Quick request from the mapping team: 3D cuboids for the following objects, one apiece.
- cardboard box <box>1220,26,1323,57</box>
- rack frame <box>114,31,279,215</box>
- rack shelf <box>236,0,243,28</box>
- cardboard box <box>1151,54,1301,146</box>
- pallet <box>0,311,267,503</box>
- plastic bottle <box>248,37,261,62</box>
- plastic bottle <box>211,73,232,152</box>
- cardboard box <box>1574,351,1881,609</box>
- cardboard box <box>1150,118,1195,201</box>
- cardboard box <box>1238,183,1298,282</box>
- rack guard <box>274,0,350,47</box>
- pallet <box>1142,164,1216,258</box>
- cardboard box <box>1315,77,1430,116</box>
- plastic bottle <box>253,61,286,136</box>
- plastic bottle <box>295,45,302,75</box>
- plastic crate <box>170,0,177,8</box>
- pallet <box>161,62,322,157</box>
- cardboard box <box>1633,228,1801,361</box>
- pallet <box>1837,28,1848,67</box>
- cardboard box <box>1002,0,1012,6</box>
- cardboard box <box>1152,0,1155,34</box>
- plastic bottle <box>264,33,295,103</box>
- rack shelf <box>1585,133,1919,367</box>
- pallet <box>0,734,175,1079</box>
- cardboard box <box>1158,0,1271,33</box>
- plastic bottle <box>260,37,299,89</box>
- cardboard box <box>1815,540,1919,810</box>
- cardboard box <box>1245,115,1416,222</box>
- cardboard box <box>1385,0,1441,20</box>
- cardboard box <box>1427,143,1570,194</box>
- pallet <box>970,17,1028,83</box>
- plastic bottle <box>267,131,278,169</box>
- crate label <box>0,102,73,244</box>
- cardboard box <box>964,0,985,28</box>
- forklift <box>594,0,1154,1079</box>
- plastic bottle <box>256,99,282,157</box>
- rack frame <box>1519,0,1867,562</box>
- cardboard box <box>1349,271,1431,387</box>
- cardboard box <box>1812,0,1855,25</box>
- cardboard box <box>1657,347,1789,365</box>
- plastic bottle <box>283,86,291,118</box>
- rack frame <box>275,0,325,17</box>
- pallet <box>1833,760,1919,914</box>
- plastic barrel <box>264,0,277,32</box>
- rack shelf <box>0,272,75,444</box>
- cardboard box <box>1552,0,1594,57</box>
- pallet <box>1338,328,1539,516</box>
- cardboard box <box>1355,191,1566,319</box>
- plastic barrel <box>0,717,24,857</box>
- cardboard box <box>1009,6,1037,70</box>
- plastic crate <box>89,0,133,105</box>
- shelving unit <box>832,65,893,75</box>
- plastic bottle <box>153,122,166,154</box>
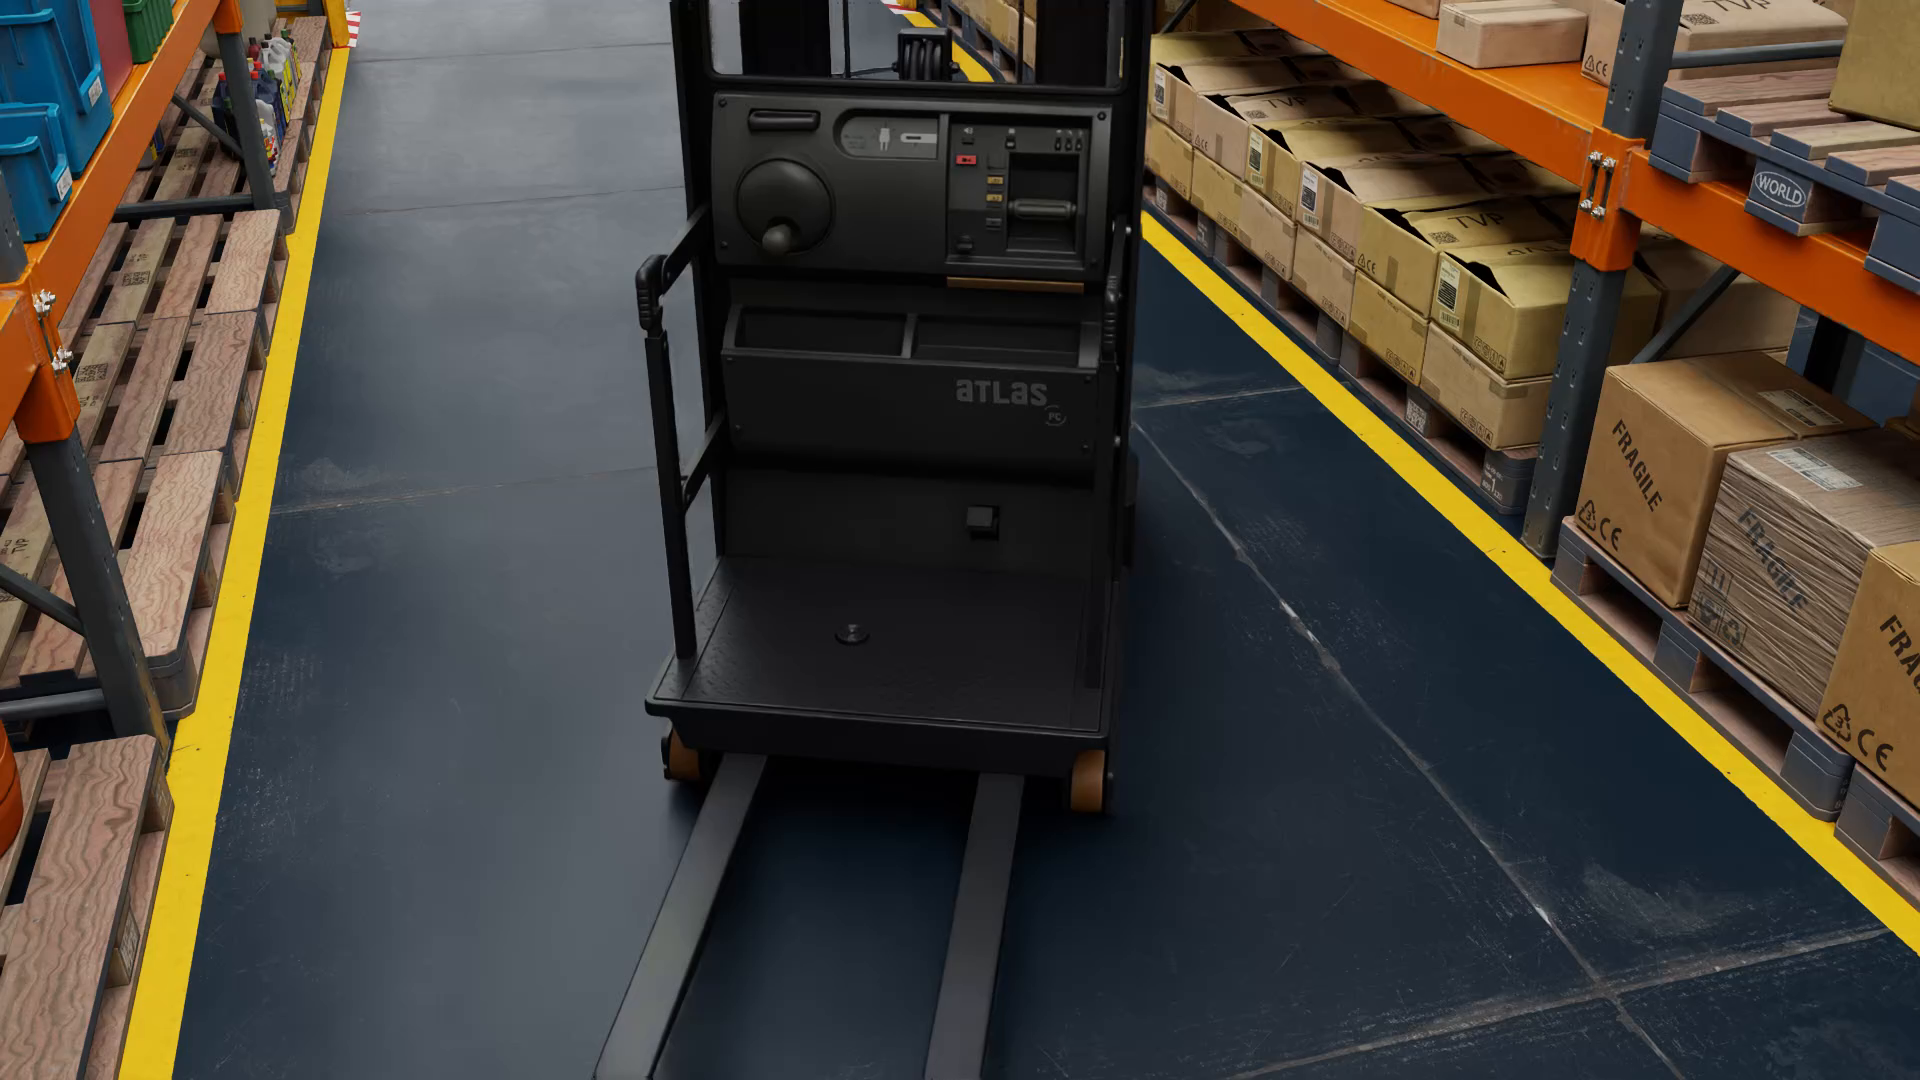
[{"bbox_3d":[1.582,-2.335,8.056,0.500,0.311,0.500,-8,31,-13],"label":"cardboard box"},{"bbox_3d":[-3.579,-2.601,6.750,1.000,3.000,0.127,-8,31,-13],"label":"rack frame"},{"bbox_3d":[-4.110,-3.256,8.599,1.077,0.370,4.000,-8,31,-13],"label":"rack shelf"},{"bbox_3d":[1.195,-2.017,7.507,0.500,0.311,0.500,-8,31,-14],"label":"cardboard box"},{"bbox_3d":[-3.006,-0.430,5.782,1.003,0.211,1.213,-8,31,-13],"label":"pallet"},{"bbox_3d":[-3.793,-2.579,8.985,0.061,0.283,0.133,-8,31,-13],"label":"plastic bottle"},{"bbox_3d":[-3.532,-2.071,8.039,0.144,0.351,0.185,-8,31,-13],"label":"plastic bottle"},{"bbox_3d":[2.105,-0.177,4.617,0.500,0.500,0.500,-7,31,-11],"label":"cardboard box"},{"bbox_3d":[1.200,-1.775,7.648,0.500,0.250,0.500,-7,31,-12],"label":"cardboard box"},{"bbox_3d":[1.474,-1.279,6.792,0.500,0.250,0.500,-7,31,-12],"label":"cardboard box"},{"bbox_3d":[-4.575,-3.421,10.661,1.175,0.500,0.348,-8,31,-13],"label":"rack guard"},{"bbox_3d":[1.431,-1.701,7.977,1.003,0.211,1.213,-8,31,-13],"label":"pallet"},{"bbox_3d":[1.856,-1.843,7.206,0.500,0.311,0.500,-8,31,-13],"label":"cardboard box"},{"bbox_3d":[-3.443,-2.181,8.230,0.144,0.351,0.185,-9,31,-15],"label":"plastic bottle"},{"bbox_3d":[-3.731,-2.684,9.247,0.097,0.201,0.097,0,30,0],"label":"plastic bottle"},{"bbox_3d":[-2.986,-2.103,5.905,0.392,0.384,0.575,-8,31,-13],"label":"plastic crate"},{"bbox_3d":[-4.045,-2.315,9.038,1.003,0.211,1.213,-8,31,-13],"label":"pallet"},{"bbox_3d":[2.403,-0.853,5.494,0.500,0.311,0.500,-7,31,-12],"label":"cardboard box"},{"bbox_3d":[5.760,-3.031,10.277,1.003,0.211,1.213,-8,31,-13],"label":"pallet"},{"bbox_3d":[0.459,-3.493,9.867,0.500,0.500,0.500,-8,31,-13],"label":"cardboard box"},{"bbox_3d":[0.742,-3.012,9.037,0.500,0.500,0.500,-8,31,-13],"label":"cardboard box"},{"bbox_3d":[-3.606,-2.477,8.740,0.144,0.351,0.185,-7,31,-11],"label":"plastic bottle"},{"bbox_3d":[2.790,-0.049,3.058,1.077,0.370,4.000,-8,31,-13],"label":"rack shelf"},{"bbox_3d":[-2.268,0.913,3.462,1.003,0.211,1.213,-8,31,-13],"label":"pallet"},{"bbox_3d":[1.376,-2.840,8.739,0.500,0.500,0.500,-8,31,-13],"label":"cardboard box"},{"bbox_3d":[-3.690,-2.591,9.011,0.152,0.276,0.135,-8,31,-13],"label":"plastic bottle"},{"bbox_3d":[2.377,0.318,3.762,0.500,0.500,0.500,-8,31,-14],"label":"cardboard box"},{"bbox_3d":[1.476,-1.517,6.643,0.500,0.311,0.500,-7,31,-12],"label":"cardboard box"},{"bbox_3d":[1.798,-2.178,5.918,0.500,0.500,0.500,-10,31,-16],"label":"cardboard box"},{"bbox_3d":[2.123,-1.352,6.357,0.500,0.311,0.500,-9,31,-15],"label":"cardboard box"},{"bbox_3d":[0.699,-3.031,10.276,1.003,0.211,1.213,-8,31,-13],"label":"pallet"},{"bbox_3d":[-3.268,-1.842,7.792,0.097,0.201,0.097,0,30,0],"label":"plastic bottle"},{"bbox_3d":[-2.268,-0.850,3.892,0.303,0.233,0.416,-8,31,-13],"label":"crate label"},{"bbox_3d":[0.332,-3.411,10.474,0.500,0.250,0.500,-8,31,-13],"label":"cardboard box"},{"bbox_3d":[-0.143,-0.782,3.674,1.130,2.935,3.031,4,30,6],"label":"forklift"},{"bbox_3d":[-3.353,-1.978,7.952,0.152,0.276,0.135,-7,31,-11],"label":"plastic bottle"},{"bbox_3d":[2.259,-1.326,4.547,1.000,3.000,0.127,-8,31,-13],"label":"rack frame"},{"bbox_3d":[1.744,-0.788,5.943,0.500,0.250,0.500,-8,31,-14],"label":"cardboard box"},{"bbox_3d":[5.659,-3.523,10.399,0.500,0.500,0.500,-10,32,-17],"label":"cardboard box"},{"bbox_3d":[2.403,-0.610,5.635,0.500,0.250,0.500,-8,31,-13],"label":"cardboard box"},{"bbox_3d":[-3.496,-2.257,8.509,0.097,0.201,0.097,0,30,0],"label":"plastic bottle"},{"bbox_3d":[-4.641,-4.533,10.088,1.000,3.000,0.127,-8,31,-13],"label":"rack frame"},{"bbox_3d":[2.741,0.834,3.598,1.003,0.211,1.213,-8,31,-13],"label":"pallet"},{"bbox_3d":[-4.392,-3.331,10.074,0.421,0.512,0.421,0,30,0],"label":"plastic barrel"},{"bbox_3d":[-1.987,0.608,1.923,1.077,0.370,4.000,-8,31,-13],"label":"rack shelf"},{"bbox_3d":[2.209,-1.745,5.360,0.500,0.311,0.500,-8,31,-14],"label":"cardboard box"},{"bbox_3d":[2.078,-0.522,5.941,1.003,0.211,1.213,-8,31,-13],"label":"pallet"},{"bbox_3d":[1.739,-1.031,5.803,0.500,0.311,0.500,-8,31,-14],"label":"cardboard box"},{"bbox_3d":[-2.371,0.322,3.446,0.600,0.830,0.708,-8,31,-13],"label":"plastic barrel"},{"bbox_3d":[0.594,-2.927,9.638,0.500,0.250,0.500,-8,31,-13],"label":"cardboard box"},{"bbox_3d":[-2.651,-1.518,4.815,0.402,0.464,0.583,-8,31,-13],"label":"plastic crate"},{"bbox_3d":[-0.200,-1.082,5.997,0.538,1.125,1.048,-11,32,-19],"label":"shelving unit"},{"bbox_3d":[-3.943,-2.010,8.008,0.152,0.276,0.135,-8,31,-13],"label":"plastic bottle"}]
